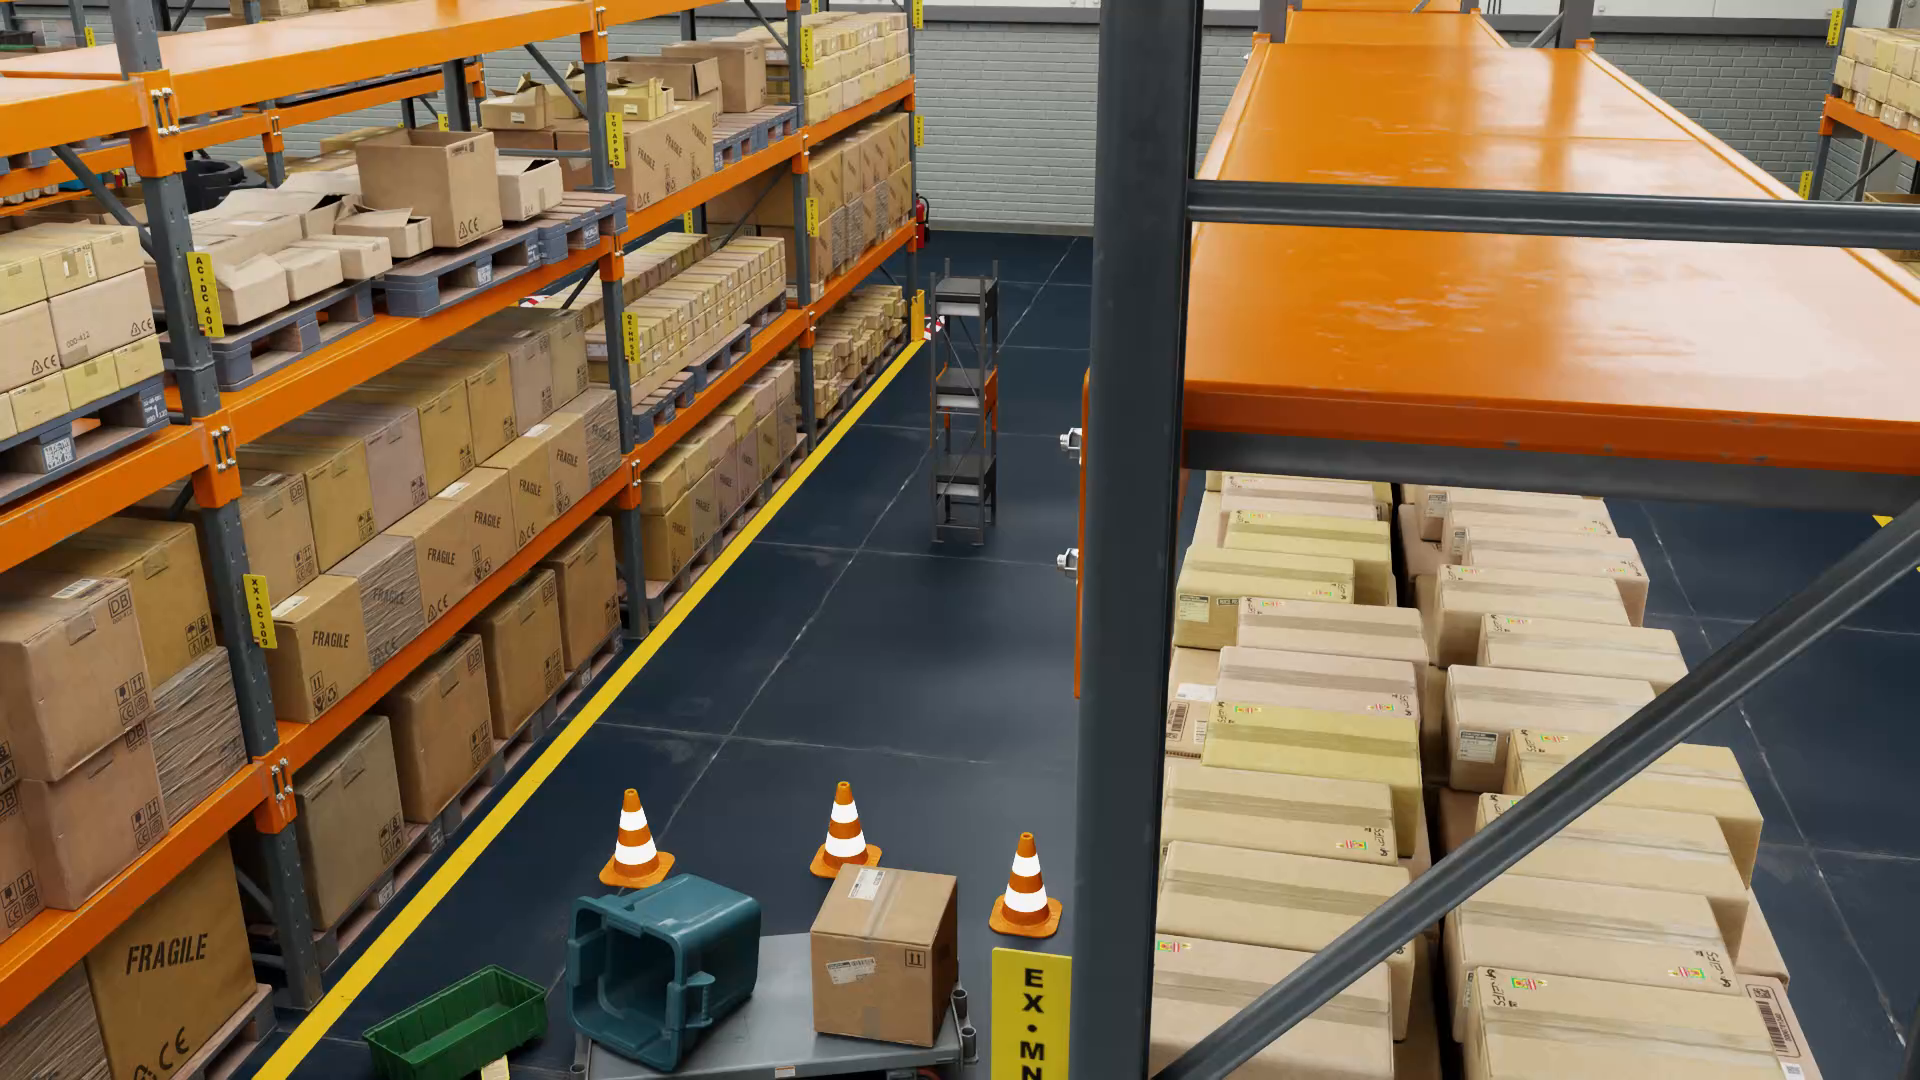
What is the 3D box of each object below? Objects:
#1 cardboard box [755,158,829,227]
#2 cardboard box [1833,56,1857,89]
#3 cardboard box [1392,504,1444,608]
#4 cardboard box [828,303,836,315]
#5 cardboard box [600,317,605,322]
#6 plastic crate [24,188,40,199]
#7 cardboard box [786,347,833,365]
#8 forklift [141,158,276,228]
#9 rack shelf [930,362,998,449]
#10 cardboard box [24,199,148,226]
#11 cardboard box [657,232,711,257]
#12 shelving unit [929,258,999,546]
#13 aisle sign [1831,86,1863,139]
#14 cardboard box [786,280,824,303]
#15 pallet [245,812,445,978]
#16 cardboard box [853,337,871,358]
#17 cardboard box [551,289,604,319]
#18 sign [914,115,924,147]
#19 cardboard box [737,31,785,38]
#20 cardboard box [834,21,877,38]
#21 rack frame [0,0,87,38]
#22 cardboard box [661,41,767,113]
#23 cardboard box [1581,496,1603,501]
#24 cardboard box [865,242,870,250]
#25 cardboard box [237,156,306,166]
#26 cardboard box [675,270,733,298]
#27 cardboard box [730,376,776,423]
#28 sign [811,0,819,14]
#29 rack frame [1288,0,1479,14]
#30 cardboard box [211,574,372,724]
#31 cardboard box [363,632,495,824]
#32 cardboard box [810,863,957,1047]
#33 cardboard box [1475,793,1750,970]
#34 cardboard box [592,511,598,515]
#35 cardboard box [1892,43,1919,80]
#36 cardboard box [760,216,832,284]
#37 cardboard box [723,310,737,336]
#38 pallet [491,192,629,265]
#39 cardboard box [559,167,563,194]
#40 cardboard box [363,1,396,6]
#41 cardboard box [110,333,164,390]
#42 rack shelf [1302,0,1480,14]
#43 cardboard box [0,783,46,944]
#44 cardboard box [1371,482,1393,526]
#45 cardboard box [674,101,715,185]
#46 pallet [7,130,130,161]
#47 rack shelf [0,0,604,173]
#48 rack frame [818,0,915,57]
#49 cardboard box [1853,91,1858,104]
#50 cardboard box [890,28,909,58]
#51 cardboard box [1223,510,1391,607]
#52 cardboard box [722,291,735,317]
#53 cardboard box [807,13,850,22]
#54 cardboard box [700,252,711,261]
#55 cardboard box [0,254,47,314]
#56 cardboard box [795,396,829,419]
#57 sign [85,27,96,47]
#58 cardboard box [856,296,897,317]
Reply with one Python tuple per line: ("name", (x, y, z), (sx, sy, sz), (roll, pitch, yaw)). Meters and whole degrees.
("cardboard box", (-1.460, -3.029, 14.489), (0.500, 0.500, 0.500), (5, 22, 12))
("cardboard box", (8.394, -4.298, 15.298), (0.500, 0.250, 0.500), (4, 22, 10))
("cardboard box", (1.397, 0.124, 4.317), (0.500, 0.250, 0.500), (4, 22, 10))
("cardboard box", (-1.499, -2.390, 17.231), (0.380, 0.149, 0.250), (3, 22, 8))
("cardboard box", (-2.743, -1.579, 12.136), (0.380, 0.149, 0.250), (4, 22, 11))
("plastic crate", (-10.721, -3.978, 18.989), (0.396, 0.136, 0.243), (4, 22, 11))
("cardboard box", (-1.400, -1.685, 15.480), (0.380, 0.149, 0.250), (4, 22, 10))
("forklift", (-5.498, -1.087, 11.629), (3.031, 2.935, 1.130), (-14, 26, -31))
("rack shelf", (0.034, -1.022, 12.617), (0.431, 0.518, 0.480), (4, 22, 11))
("cardboard box", (-7.011, -2.448, 13.440), (0.797, 0.503, 0.637), (5, 23, 13))
("cardboard box", (-2.321, -2.479, 13.973), (0.380, 0.149, 0.250), (6, 23, 14))
("shelving unit", (0.034, -1.035, 12.612), (0.431, 2.100, 0.503), (4, 22, 11))
("aisle sign", (8.479, -4.233, 15.869), (0.394, 0.787, 0.004), (4, 22, 11))
("cardboard box", (-1.412, -2.196, 14.628), (0.380, 0.149, 0.250), (5, 23, 13))
("pallet", (-3.339, 1.697, 8.357), (1.003, 0.211, 1.213), (4, 22, 11))
("cardboard box", (-1.100, -1.917, 16.454), (0.380, 0.149, 0.250), (5, 22, 11))
("cardboard box", (-2.743, -1.713, 12.069), (0.380, 0.149, 0.250), (4, 22, 11))
("sign", (-0.435, -4.331, 17.620), (0.100, 0.325, 0.005), (4, 22, 11))
("cardboard box", (-1.790, -4.490, 14.970), (0.380, 0.149, 0.250), (4, 22, 9))
("cardboard box", (-1.011, -4.922, 16.043), (0.380, 0.149, 0.250), (4, 22, 10))
("rack frame", (-10.658, -7.273, 18.866), (1.000, 3.000, 0.127), (4, 22, 11))
("cardboard box", (-1.976, -3.737, 13.405), (0.700, 0.500, 0.500), (4, 22, 11))
("cardboard box", (1.549, -0.186, 4.554), (0.380, 0.149, 0.250), (5, 22, 12))
("cardboard box", (-1.113, -2.975, 16.563), (0.380, 0.149, 0.250), (4, 22, 9))
("cardboard box", (-6.687, -3.437, 16.171), (0.500, 0.500, 0.500), (5, 22, 11))
("cardboard box", (-1.948, -1.950, 12.658), (0.380, 0.149, 0.250), (3, 22, 9))
("cardboard box", (-1.813, -1.139, 13.446), (0.500, 0.250, 0.500), (6, 23, 13))
("sign", (-1.506, -5.535, 17.397), (0.100, 0.325, 0.005), (4, 22, 11))
("rack frame", (2.260, -3.214, 8.788), (1.000, 3.000, 0.127), (4, 22, 11))
("cardboard box", (-3.052, 0.473, 7.529), (0.500, 0.500, 0.500), (5, 22, 12))
("cardboard box", (-3.184, 0.954, 8.919), (1.050, 0.750, 0.750), (4, 22, 11))
("cardboard box", (-0.305, 1.715, 6.911), (0.500, 0.500, 0.500), (4, 22, 11))
("cardboard box", (1.047, 0.556, 2.713), (0.380, 0.149, 0.250), (4, 22, 11))
("cardboard box", (-2.728, -0.067, 11.789), (0.500, 0.500, 0.500), (4, 22, 11))
("cardboard box", (8.110, -3.972, 13.818), (0.500, 0.250, 0.500), (5, 22, 12))
("cardboard box", (-1.443, -2.580, 14.714), (0.500, 0.500, 0.500), (4, 22, 10))
("cardboard box", (-1.941, -1.675, 12.773), (0.380, 0.149, 0.250), (5, 23, 13))
("pallet", (-2.686, -1.836, 9.634), (1.213, 0.211, 1.003), (6, 23, 13))
("cardboard box", (-2.514, -2.060, 9.554), (0.380, 0.166, 0.250), (4, 22, 11))
("cardboard box", (-6.154, -5.207, 16.923), (0.700, 0.500, 0.500), (3, 22, 7))
("cardboard box", (-3.184, -0.667, 6.119), (0.380, 0.149, 0.250), (4, 22, 11))
("rack shelf", (2.668, -3.426, 10.813), (1.077, 0.370, 4.000), (4, 22, 11))
("cardboard box", (-3.802, 1.149, 5.784), (0.875, 0.550, 0.550), (4, 22, 11))
("cardboard box", (0.989, -0.098, 4.870), (0.500, 0.250, 0.500), (4, 22, 10))
("cardboard box", (-2.038, -2.764, 11.553), (0.500, 0.500, 0.500), (4, 22, 11))
("pallet", (-7.137, -3.139, 12.870), (1.003, 0.211, 1.213), (6, 23, 13))
("rack shelf", (-3.015, -2.303, 8.026), (1.077, 0.370, 4.000), (4, 22, 11))
("rack frame", (-0.974, -6.480, 16.897), (1.000, 3.000, 0.127), (4, 22, 11))
("cardboard box", (8.432, -4.058, 15.235), (0.380, 0.149, 0.250), (5, 22, 12))
("cardboard box", (-0.819, -5.063, 16.926), (0.500, 0.250, 0.500), (4, 22, 9))
("cardboard box", (0.823, 0.052, 3.962), (0.380, 0.149, 0.250), (5, 22, 12))
("cardboard box", (-1.944, -1.808, 12.702), (0.380, 0.149, 0.250), (5, 22, 11))
("cardboard box", (-1.333, -5.243, 16.839), (0.380, 0.149, 0.250), (5, 23, 13))
("cardboard box", (-2.321, -2.341, 14.028), (0.380, 0.149, 0.250), (5, 22, 12))
("cardboard box", (-3.289, -0.852, 5.512), (0.380, 0.149, 0.250), (4, 22, 11))
("cardboard box", (-1.402, -1.215, 15.110), (0.380, 0.149, 0.250), (3, 22, 9))
("sign", (-10.116, -5.797, 19.356), (0.100, 0.325, 0.005), (4, 22, 11))
("cardboard box", (-0.870, -2.441, 17.356), (0.380, 0.149, 0.250), (4, 22, 10))
